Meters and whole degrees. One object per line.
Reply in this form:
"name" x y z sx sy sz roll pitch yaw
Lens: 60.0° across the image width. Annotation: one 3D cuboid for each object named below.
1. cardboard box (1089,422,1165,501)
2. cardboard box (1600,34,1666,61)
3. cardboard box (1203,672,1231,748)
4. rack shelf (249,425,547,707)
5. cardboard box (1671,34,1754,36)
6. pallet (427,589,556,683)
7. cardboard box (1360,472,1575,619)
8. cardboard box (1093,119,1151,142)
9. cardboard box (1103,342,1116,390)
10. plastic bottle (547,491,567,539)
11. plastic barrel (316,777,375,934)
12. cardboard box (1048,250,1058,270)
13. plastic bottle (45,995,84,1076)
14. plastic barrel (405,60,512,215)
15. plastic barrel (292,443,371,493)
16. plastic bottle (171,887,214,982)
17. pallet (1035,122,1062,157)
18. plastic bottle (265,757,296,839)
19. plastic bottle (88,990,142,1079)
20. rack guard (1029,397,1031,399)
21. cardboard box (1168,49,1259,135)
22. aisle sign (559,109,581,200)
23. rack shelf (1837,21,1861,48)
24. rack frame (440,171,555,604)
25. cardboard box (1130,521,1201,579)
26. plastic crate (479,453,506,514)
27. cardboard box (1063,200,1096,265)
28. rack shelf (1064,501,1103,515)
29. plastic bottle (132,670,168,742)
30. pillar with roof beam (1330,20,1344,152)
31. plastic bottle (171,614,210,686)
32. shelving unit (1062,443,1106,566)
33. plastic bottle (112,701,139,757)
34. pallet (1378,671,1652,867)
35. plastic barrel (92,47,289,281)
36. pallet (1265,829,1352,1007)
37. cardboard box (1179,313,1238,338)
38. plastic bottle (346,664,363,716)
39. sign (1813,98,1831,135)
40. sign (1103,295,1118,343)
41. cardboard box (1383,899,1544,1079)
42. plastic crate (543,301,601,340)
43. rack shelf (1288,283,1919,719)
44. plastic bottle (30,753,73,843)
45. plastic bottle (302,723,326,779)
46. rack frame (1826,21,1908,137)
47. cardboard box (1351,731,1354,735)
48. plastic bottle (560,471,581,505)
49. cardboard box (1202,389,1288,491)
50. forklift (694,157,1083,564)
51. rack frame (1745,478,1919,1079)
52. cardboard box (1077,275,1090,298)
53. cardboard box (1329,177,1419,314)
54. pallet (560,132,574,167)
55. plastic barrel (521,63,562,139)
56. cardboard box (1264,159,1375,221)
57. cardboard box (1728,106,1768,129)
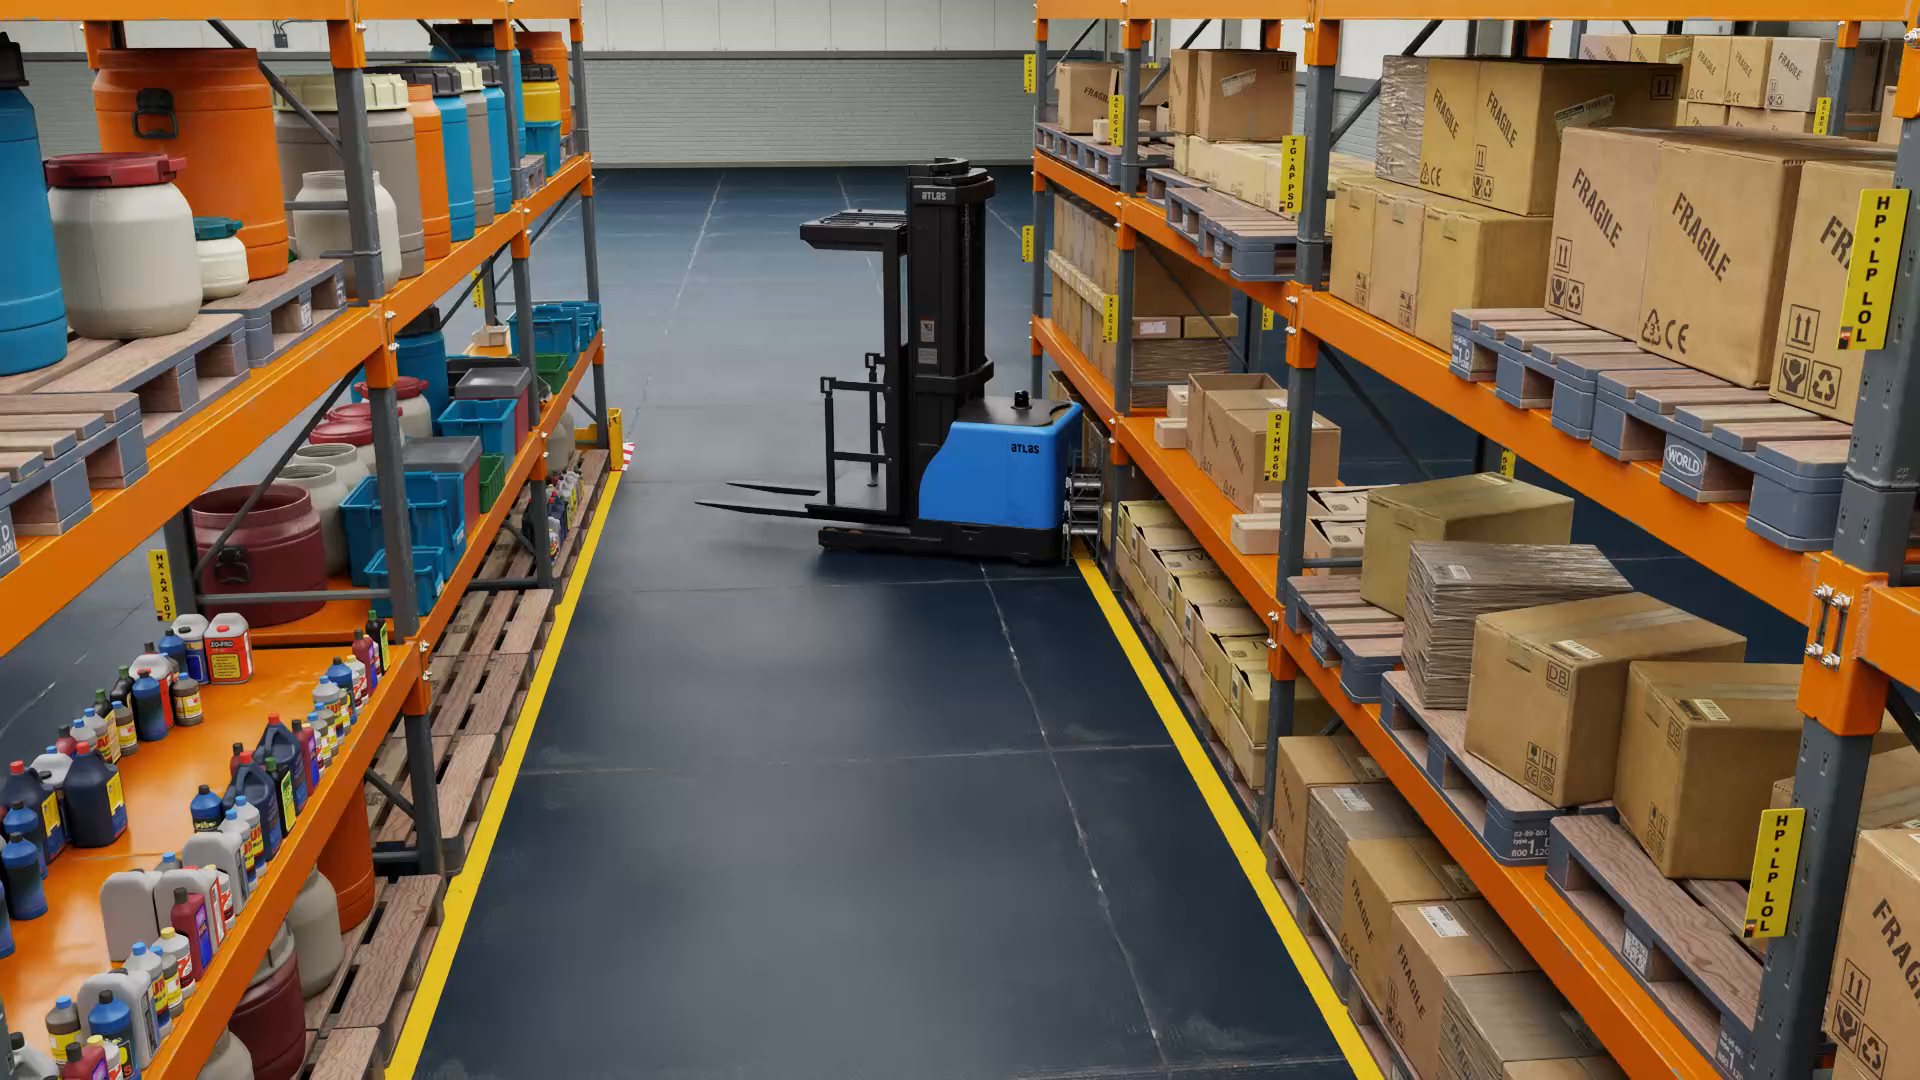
"cardboard box" 1.282 -0.612 12.758 0.500 0.500 0.500 -2 18 -6
"cardboard box" 5.901 -4.123 14.426 0.500 0.500 0.500 -2 18 -6
"cardboard box" 1.646 0.915 9.144 0.500 0.250 0.500 -2 18 -6
"rack shelf" -3.134 0.006 9.353 1.077 0.370 4.000 -2 18 -6
"cardboard box" 6.473 -4.114 14.397 0.500 0.500 0.500 -1 17 -2
"pallet" -3.221 0.630 10.819 1.003 0.211 1.213 -2 18 -6
"cardboard box" 2.177 0.042 7.166 0.700 0.500 0.500 -8 19 -24
"cardboard box" 1.191 -3.015 12.249 0.380 0.149 0.250 -2 18 -6
"cardboard box" 1.474 -1.422 12.532 0.700 0.500 0.500 -2 18 -6
"plastic bottle" -3.030 -0.189 12.460 0.144 0.351 0.185 -3 18 -8
"plastic barrel" -2.860 1.238 7.146 0.600 0.830 0.708 -2 18 -6
"cardboard box" 1.001 -2.511 14.917 0.380 0.149 0.250 -2 18 -6
"plastic bottle" -2.344 1.295 4.375 0.097 0.201 0.097 0 17 0
"plastic barrel" -3.072 -2.459 10.157 0.600 0.901 0.708 -2 18 -6
"plastic barrel" -3.290 -0.221 8.685 0.421 0.512 0.421 0 17 0
"plastic bottle" -2.220 1.119 4.801 0.061 0.283 0.133 -2 18 -6
"pallet" 1.222 -3.455 14.313 1.003 0.211 1.213 -2 18 -6
"plastic bottle" -2.311 0.857 5.636 0.061 0.283 0.133 -2 18 -6
"plastic bottle" -2.182 1.286 4.287 0.097 0.271 0.097 0 17 0
"rack guard" 1.172 -1.092 15.820 1.175 0.500 0.348 -2 18 -6
"cardboard box" 1.611 -2.818 10.435 0.500 0.500 0.500 -2 17 -5
"aisle sign" -3.465 -3.396 14.647 0.394 0.787 0.004 -2 18 -6
"rack shelf" 6.720 -2.972 9.489 1.077 0.370 4.000 -2 18 -6
"rack frame" -3.340 -0.934 11.143 1.000 3.000 0.127 -2 18 -6
"cardboard box" 1.428 0.039 10.999 0.500 0.311 0.500 -2 18 -6
"plastic crate" -2.880 -0.322 9.550 0.450 0.188 0.662 -2 18 -6
"cardboard box" 1.275 -2.632 14.220 0.700 0.500 0.500 -2 18 -7
"rack shelf" 0.924 -0.232 12.484 0.258 0.077 0.200 1 15 -7
"plastic bottle" -3.112 0.630 6.378 0.097 0.271 0.097 0 17 0
"pillar with roof beam" 1.514 -8.554 25.400 9.100 9.000 0.400 -2 18 -6
"plastic bottle" -3.205 0.456 6.923 0.152 0.276 0.135 -2 18 -6
"shelving unit" 0.925 -0.265 12.476 0.258 0.900 0.210 1 15 -7
"plastic bottle" -3.158 0.705 6.256 0.097 0.201 0.097 0 17 0
"pallet" 2.205 0.777 6.014 1.003 0.211 1.213 -2 18 -6
"plastic barrel" -2.872 -1.409 6.231 0.600 0.830 0.708 -2 18 -6
"pallet" 2.039 1.660 7.536 1.003 0.211 1.213 -2 18 -6
"cardboard box" 1.752 -1.529 11.789 0.380 0.149 0.250 -2 18 -6
"plastic bottle" -2.434 0.593 6.612 0.097 0.201 0.097 0 17 0
"sign" 5.975 -2.898 11.530 0.100 0.325 0.005 -2 18 -6
"sign" 1.035 -1.519 11.429 0.100 0.325 0.005 -2 18 -6
"cardboard box" 1.928 1.694 6.212 0.500 0.500 0.500 -2 18 -8
"plastic crate" -3.404 -1.914 14.516 0.499 0.251 0.616 -2 18 -6
"rack shelf" 2.206 -0.386 5.591 1.077 0.370 4.000 -2 18 -6
"plastic bottle" -3.062 0.869 5.607 0.152 0.276 0.135 -2 18 -6
"plastic bottle" -2.374 0.767 6.058 0.097 0.201 0.097 0 17 0
"rack frame" 6.514 -4.102 11.219 1.000 3.000 0.127 -2 18 -6
"cardboard box" 2.238 0.785 8.622 0.500 0.311 0.500 -1 17 -4
"plastic bottle" -3.129 -0.426 13.339 0.152 0.276 0.135 -2 18 -5
"cardboard box" 1.756 -0.598 9.906 0.500 0.500 0.500 -2 18 -6
"forklift" -0.598 -1.453 12.911 3.031 2.935 1.130 5 18 16
"rack frame" 2.412 1.298 4.035 1.000 3.000 0.127 -2 18 -6
"cardboard box" 1.158 -2.053 13.458 0.380 0.149 0.250 -2 18 -5
"cardboard box" 2.078 -1.244 6.956 0.910 0.500 0.500 -2 18 -6
"pallet" -3.765 -3.217 13.723 1.003 0.211 1.213 -2 18 -6
"plastic barrel" -3.509 -3.511 13.329 0.600 0.588 0.600 0 17 0
"cardboard box" 1.825 -1.743 8.262 0.500 0.250 0.500 -1 17 -4
"cardboard box" 6.177 -3.022 12.587 0.500 0.500 0.500 -3 18 -10
